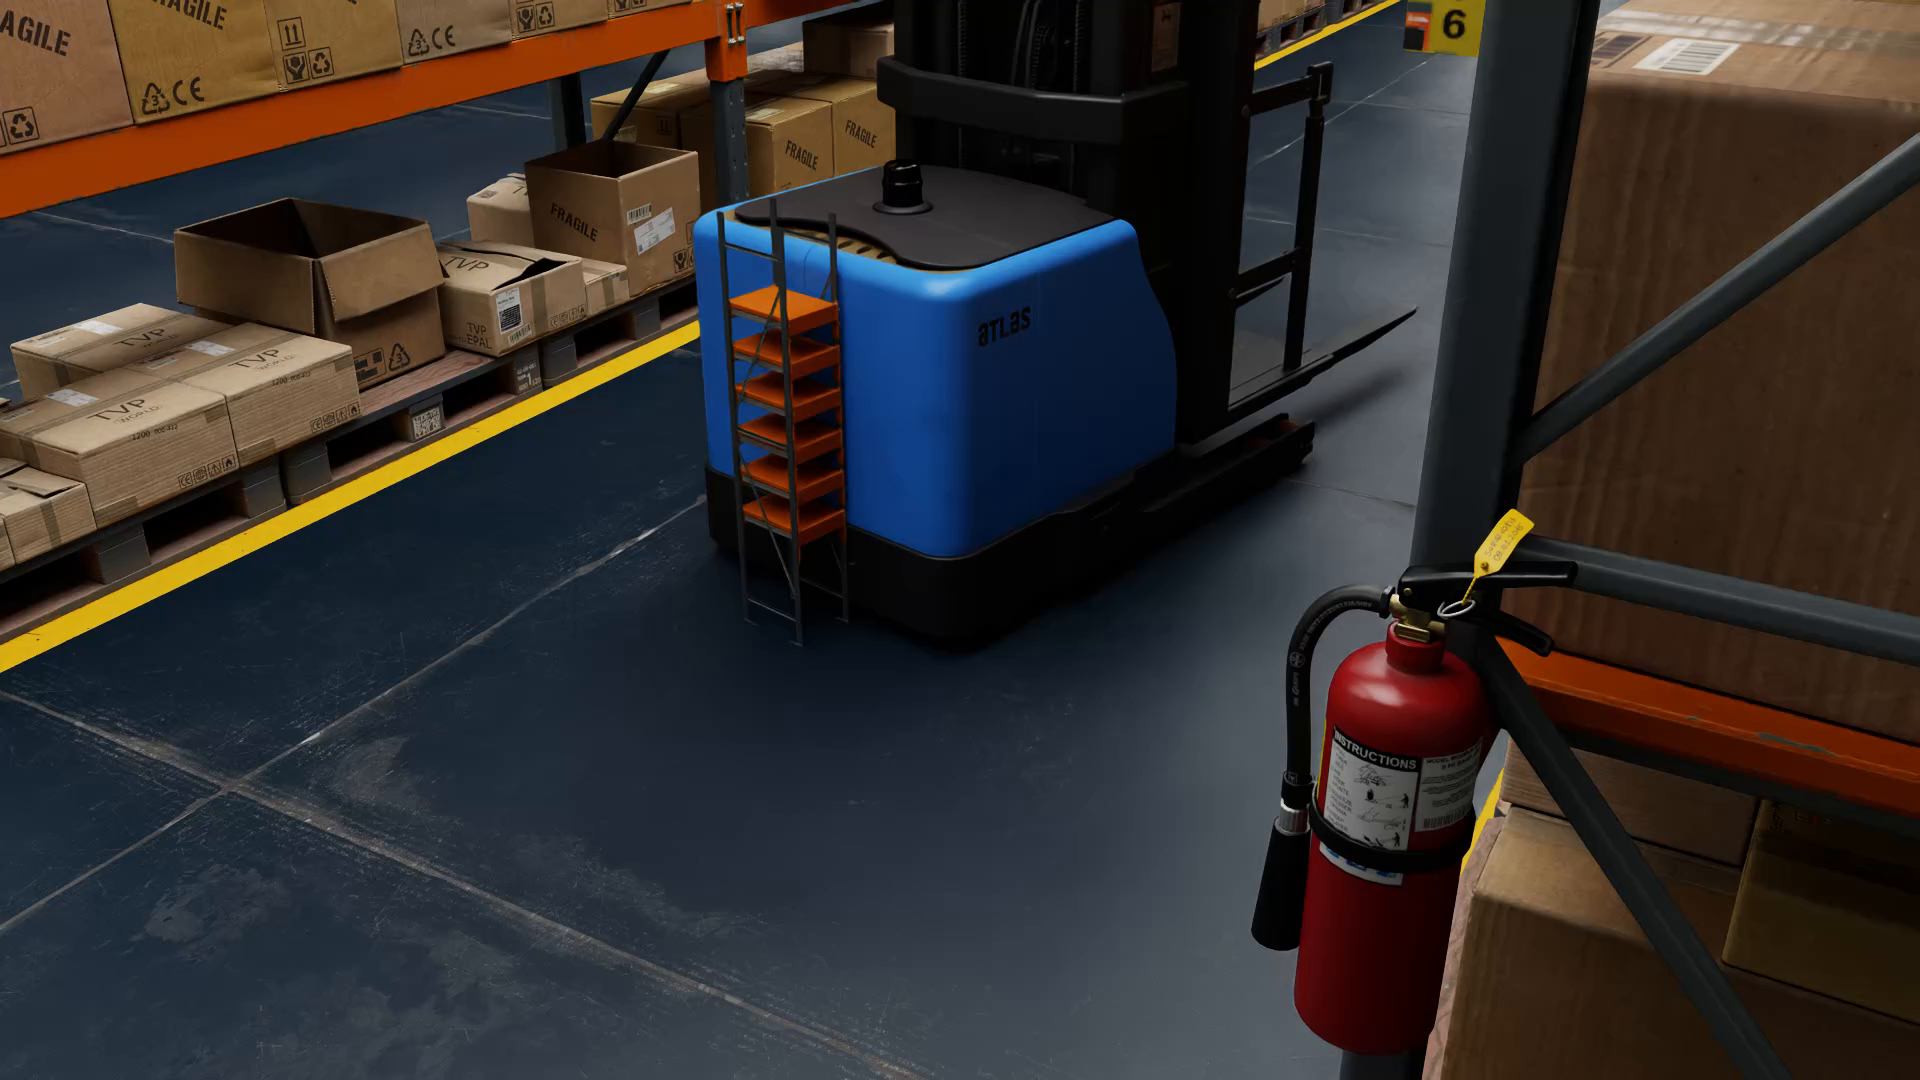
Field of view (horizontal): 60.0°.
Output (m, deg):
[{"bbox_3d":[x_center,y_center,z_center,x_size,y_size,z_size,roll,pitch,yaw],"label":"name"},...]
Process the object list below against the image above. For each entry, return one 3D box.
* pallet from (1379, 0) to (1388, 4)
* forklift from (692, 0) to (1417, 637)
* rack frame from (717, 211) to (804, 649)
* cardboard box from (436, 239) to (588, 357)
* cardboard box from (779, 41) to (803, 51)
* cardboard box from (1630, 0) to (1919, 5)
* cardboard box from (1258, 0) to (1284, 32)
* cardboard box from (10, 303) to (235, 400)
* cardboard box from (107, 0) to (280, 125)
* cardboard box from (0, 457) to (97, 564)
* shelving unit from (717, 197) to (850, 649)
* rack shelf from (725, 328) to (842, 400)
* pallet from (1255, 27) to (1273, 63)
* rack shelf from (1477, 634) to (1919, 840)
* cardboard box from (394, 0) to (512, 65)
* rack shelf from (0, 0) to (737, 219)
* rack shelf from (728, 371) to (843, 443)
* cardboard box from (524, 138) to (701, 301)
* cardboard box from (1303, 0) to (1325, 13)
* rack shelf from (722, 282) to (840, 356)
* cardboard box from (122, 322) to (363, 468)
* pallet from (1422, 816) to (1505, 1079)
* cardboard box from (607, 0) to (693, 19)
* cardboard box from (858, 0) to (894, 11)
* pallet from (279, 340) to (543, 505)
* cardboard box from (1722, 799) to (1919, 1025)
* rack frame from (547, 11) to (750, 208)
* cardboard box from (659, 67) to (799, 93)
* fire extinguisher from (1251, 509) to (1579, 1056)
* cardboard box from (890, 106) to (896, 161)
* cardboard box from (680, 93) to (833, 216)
[{"bbox_3d":[3.581,-5.188,15.378,1.003,0.211,1.213,14,30,26],"label":"pallet"},{"bbox_3d":[0.573,-1.625,5.221,1.130,2.935,3.031,21,34,36],"label":"forklift"},{"bbox_3d":[-0.529,-0.269,4.447,0.240,1.200,0.006,21,34,36],"label":"rack frame"},{"bbox_3d":[-1.784,-0.957,6.322,0.500,0.311,0.500,14,30,26],"label":"cardboard box"},{"bbox_3d":[-0.642,-2.458,9.111,0.500,0.500,0.500,13,29,24],"label":"cardboard box"},{"bbox_3d":[1.556,-0.512,2.586,0.980,0.700,0.700,14,30,26],"label":"cardboard box"},{"bbox_3d":[2.101,-3.993,12.479,0.500,0.250,0.500,15,30,27],"label":"cardboard box"},{"bbox_3d":[-2.803,-0.577,5.632,0.500,0.250,0.500,14,30,26],"label":"cardboard box"},{"bbox_3d":[-2.403,-1.537,4.858,0.500,0.500,0.500,14,30,26],"label":"cardboard box"},{"bbox_3d":[-2.721,-0.095,4.762,0.380,0.166,0.250,14,30,26],"label":"cardboard box"},{"bbox_3d":[-0.469,-0.300,4.509,0.258,1.200,0.189,21,34,36],"label":"shelving unit"},{"bbox_3d":[-0.469,-0.475,4.421,0.258,0.103,0.180,21,34,36],"label":"rack shelf"},{"bbox_3d":[1.626,-3.637,12.279,1.003,0.211,1.213,14,30,26],"label":"pallet"},{"bbox_3d":[1.949,-0.348,3.399,1.077,0.370,4.000,14,30,26],"label":"rack shelf"},{"bbox_3d":[-1.907,-1.930,5.644,0.500,0.500,0.500,15,30,27],"label":"cardboard box"},{"bbox_3d":[-2.365,-1.438,5.575,1.077,0.370,4.000,14,30,26],"label":"rack shelf"},{"bbox_3d":[-0.469,-0.367,4.475,0.258,0.103,0.180,21,34,36],"label":"rack shelf"},{"bbox_3d":[-1.415,-1.333,6.864,0.500,0.500,0.500,14,30,26],"label":"cardboard box"},{"bbox_3d":[2.602,-4.390,13.270,0.500,0.250,0.500,14,30,26],"label":"cardboard box"},{"bbox_3d":[-0.469,-0.582,4.367,0.258,0.103,0.180,21,34,36],"label":"rack shelf"},{"bbox_3d":[-2.343,-0.486,5.451,0.500,0.250,0.500,14,30,26],"label":"cardboard box"},{"bbox_3d":[1.291,1.027,2.962,1.003,0.211,1.213,14,30,26],"label":"pallet"},{"bbox_3d":[-1.404,-2.332,6.447,0.500,0.500,0.500,15,30,27],"label":"cardboard box"},{"bbox_3d":[-0.193,-2.673,8.703,0.500,0.250,0.500,14,30,25],"label":"cardboard box"},{"bbox_3d":[-2.319,-0.547,6.108,1.003,0.211,1.213,14,30,26],"label":"pallet"},{"bbox_3d":[1.335,0.547,2.405,0.380,0.149,0.250,14,30,26],"label":"cardboard box"},{"bbox_3d":[-1.381,-2.539,6.971,1.000,3.000,0.127,14,30,26],"label":"rack frame"},{"bbox_3d":[-1.138,-2.064,8.324,0.500,0.500,0.500,14,30,26],"label":"cardboard box"},{"bbox_3d":[0.489,0.268,1.867,0.296,0.674,0.183,14,30,26],"label":"fire extinguisher"},{"bbox_3d":[-0.426,-2.156,8.507,0.500,0.500,0.500,15,30,27],"label":"cardboard box"},{"bbox_3d":[-0.931,-1.753,7.702,0.500,0.500,0.500,13,29,24],"label":"cardboard box"}]
